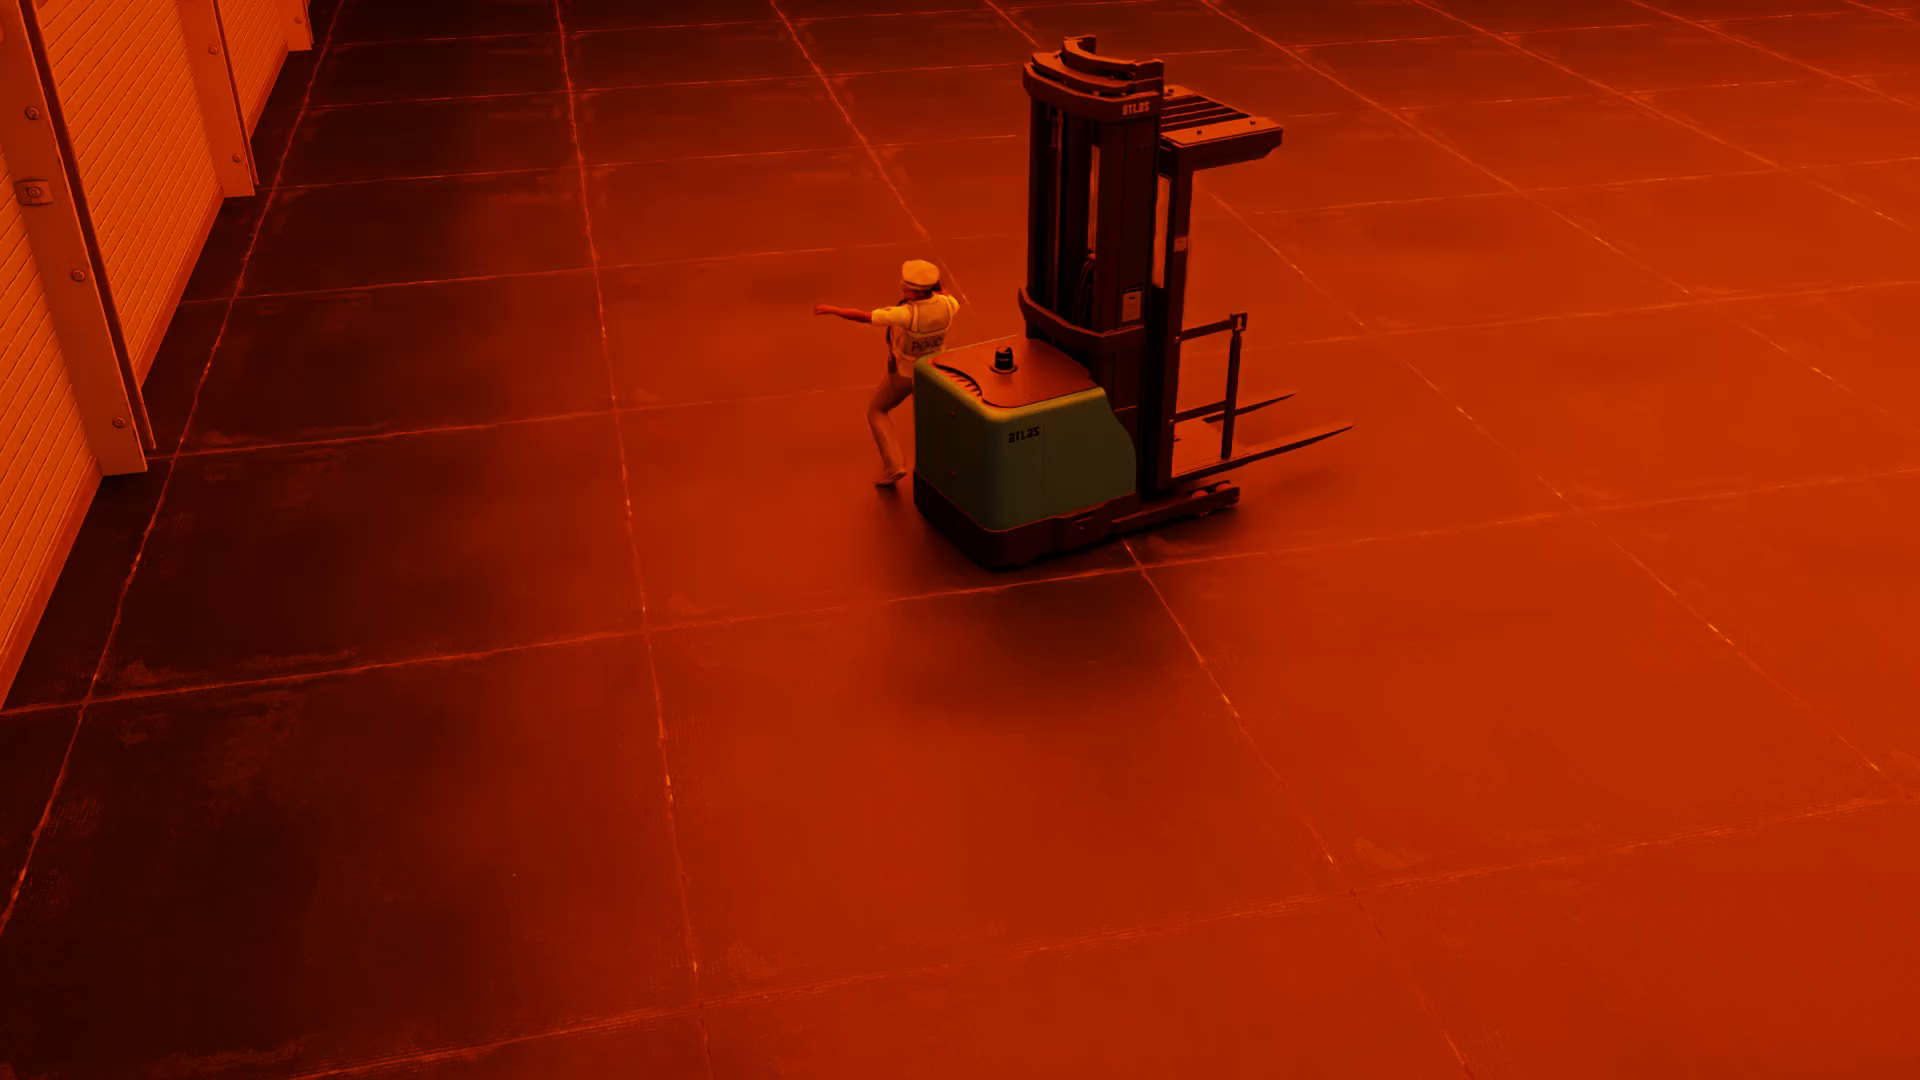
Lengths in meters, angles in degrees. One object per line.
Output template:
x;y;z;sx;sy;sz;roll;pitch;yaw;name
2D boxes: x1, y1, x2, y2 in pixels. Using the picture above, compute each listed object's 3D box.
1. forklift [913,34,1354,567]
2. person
1.233;-1.634;10.397;3.031;2.935;1.130;-16;34;-26;forklift
-0.385;-1.138;11.038;1.016;1.596;0.751;-16;34;-26;person
